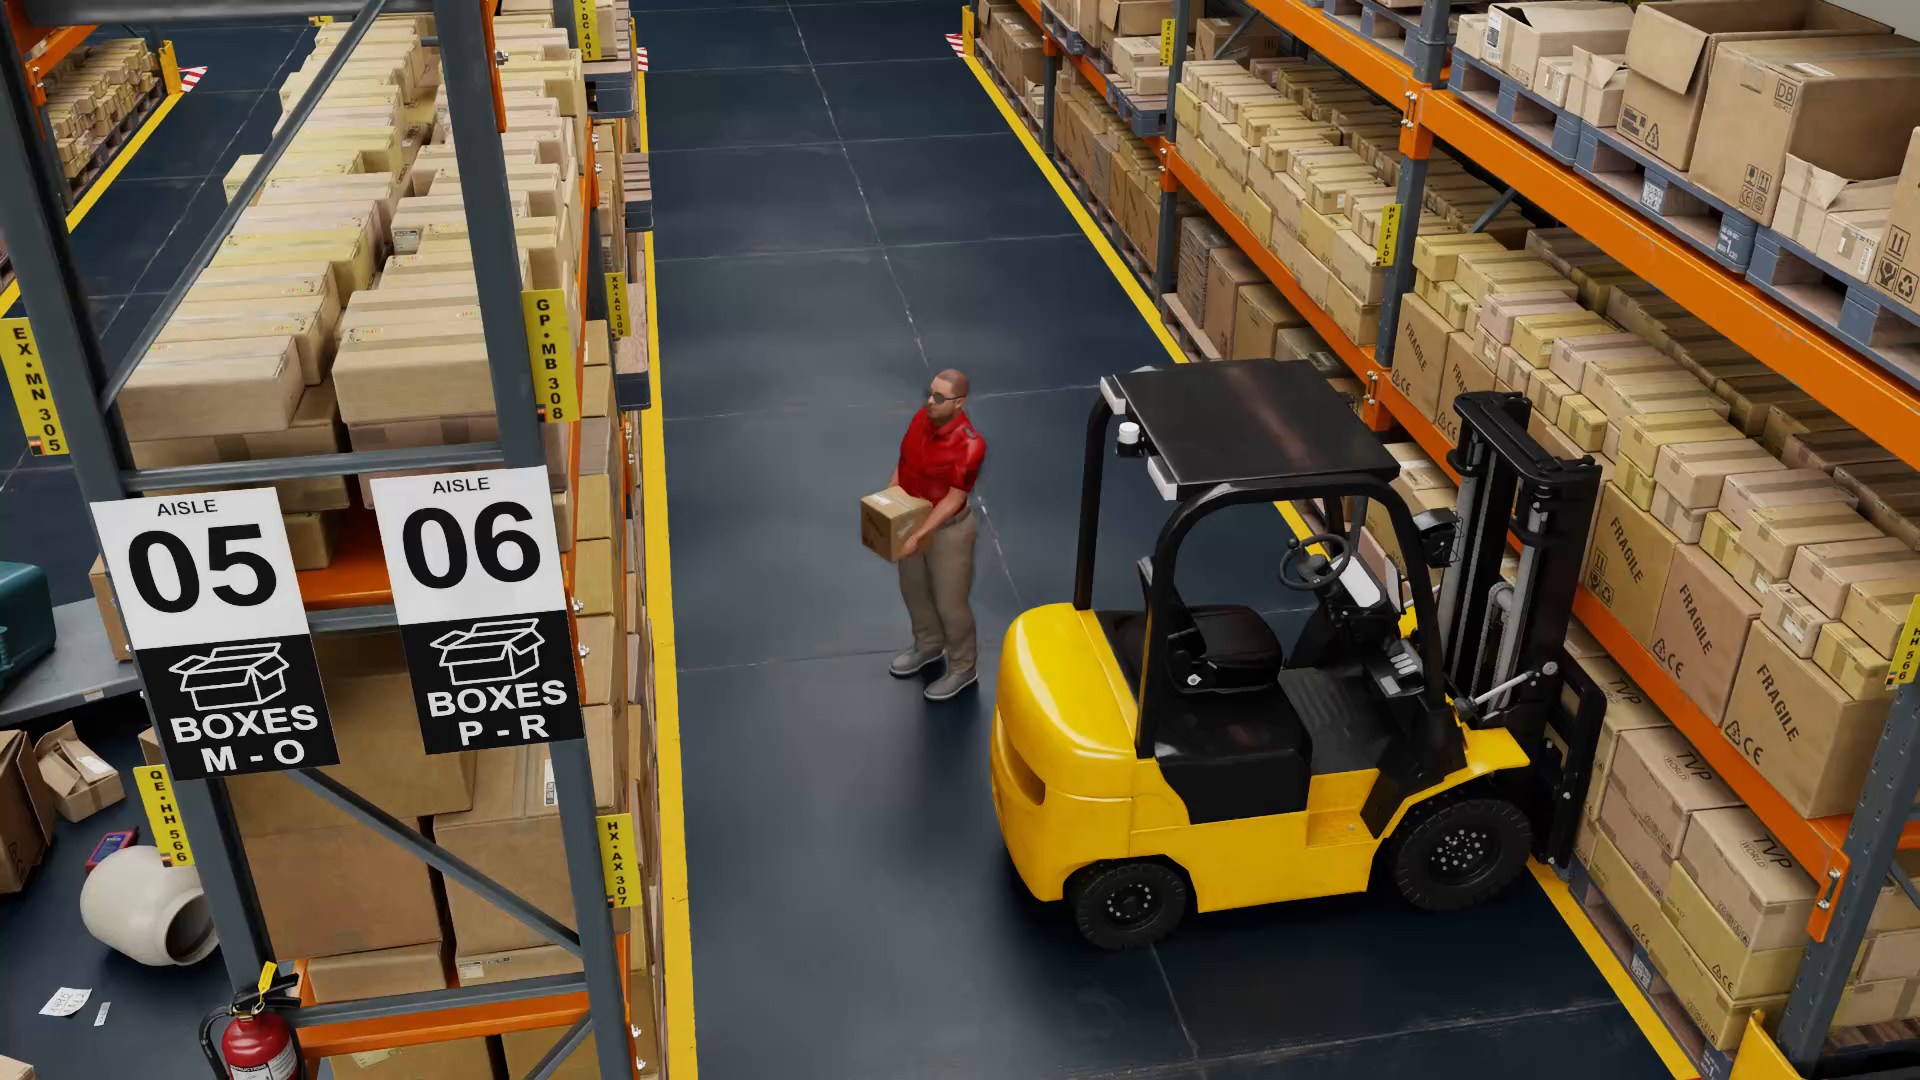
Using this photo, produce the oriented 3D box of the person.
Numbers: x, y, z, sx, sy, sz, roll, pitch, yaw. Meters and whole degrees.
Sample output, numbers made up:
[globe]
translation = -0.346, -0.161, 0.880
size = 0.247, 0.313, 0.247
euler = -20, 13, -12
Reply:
[person]
translation = -0.179, -0.010, 8.175
size = 0.529, 1.720, 0.499
euler = -21, 36, -31
